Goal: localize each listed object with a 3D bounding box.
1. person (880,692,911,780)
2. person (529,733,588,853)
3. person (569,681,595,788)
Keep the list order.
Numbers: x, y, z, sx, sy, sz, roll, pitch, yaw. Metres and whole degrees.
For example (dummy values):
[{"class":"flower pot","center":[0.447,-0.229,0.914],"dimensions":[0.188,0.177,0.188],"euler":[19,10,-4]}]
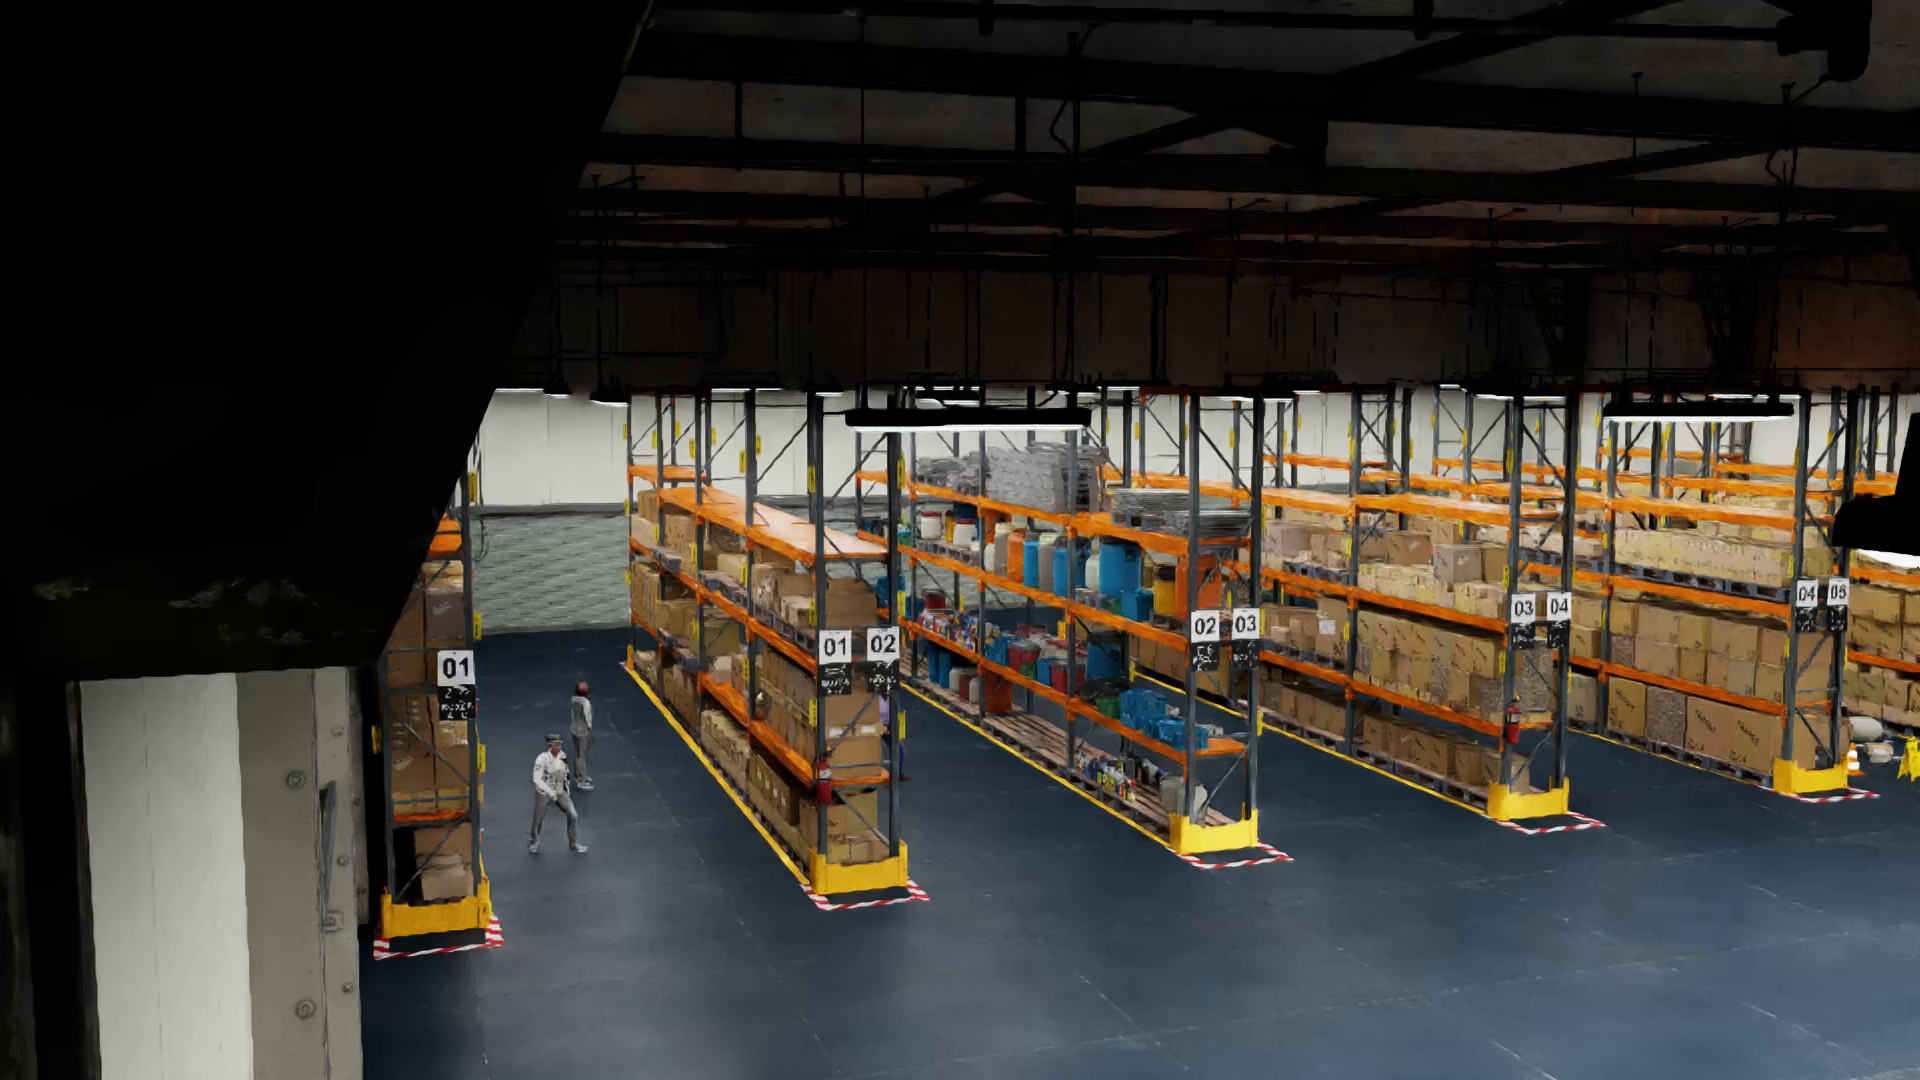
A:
[{"class":"person","center":[-1.215,2.906,25.563],"dimensions":[0.647,1.563,0.821],"euler":[-4,7,-36]},{"class":"person","center":[-5.309,3.287,21.674],"dimensions":[0.638,1.615,0.774],"euler":[-5,8,-39]},{"class":"person","center":[-5.690,2.927,25.153],"dimensions":[0.504,1.603,0.419],"euler":[5,8,43]}]
